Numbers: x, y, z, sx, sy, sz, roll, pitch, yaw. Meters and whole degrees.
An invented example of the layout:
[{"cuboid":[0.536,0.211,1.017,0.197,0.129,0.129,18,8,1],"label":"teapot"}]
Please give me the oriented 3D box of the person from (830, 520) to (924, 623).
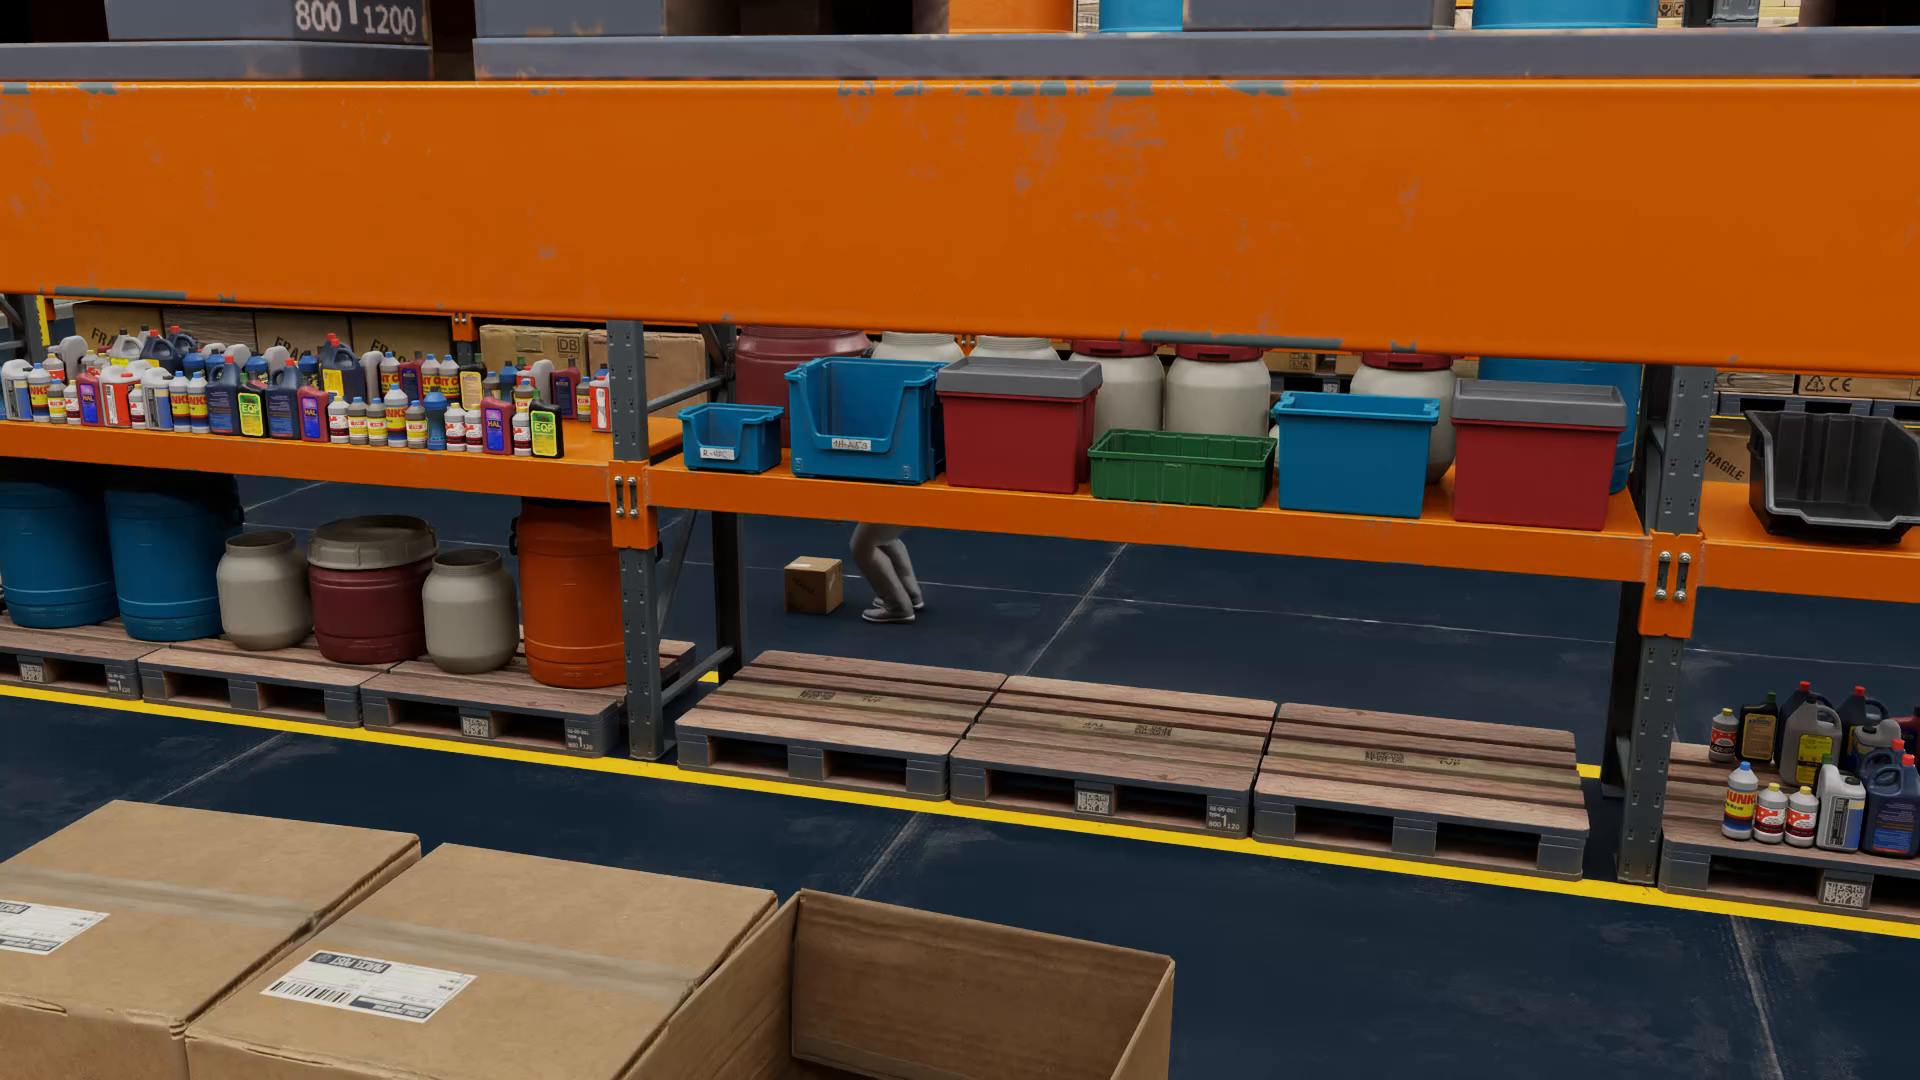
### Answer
[{"cuboid":[-0.418,-0.261,8.981,0.690,1.414,0.495,5,16,16],"label":"person"}]
